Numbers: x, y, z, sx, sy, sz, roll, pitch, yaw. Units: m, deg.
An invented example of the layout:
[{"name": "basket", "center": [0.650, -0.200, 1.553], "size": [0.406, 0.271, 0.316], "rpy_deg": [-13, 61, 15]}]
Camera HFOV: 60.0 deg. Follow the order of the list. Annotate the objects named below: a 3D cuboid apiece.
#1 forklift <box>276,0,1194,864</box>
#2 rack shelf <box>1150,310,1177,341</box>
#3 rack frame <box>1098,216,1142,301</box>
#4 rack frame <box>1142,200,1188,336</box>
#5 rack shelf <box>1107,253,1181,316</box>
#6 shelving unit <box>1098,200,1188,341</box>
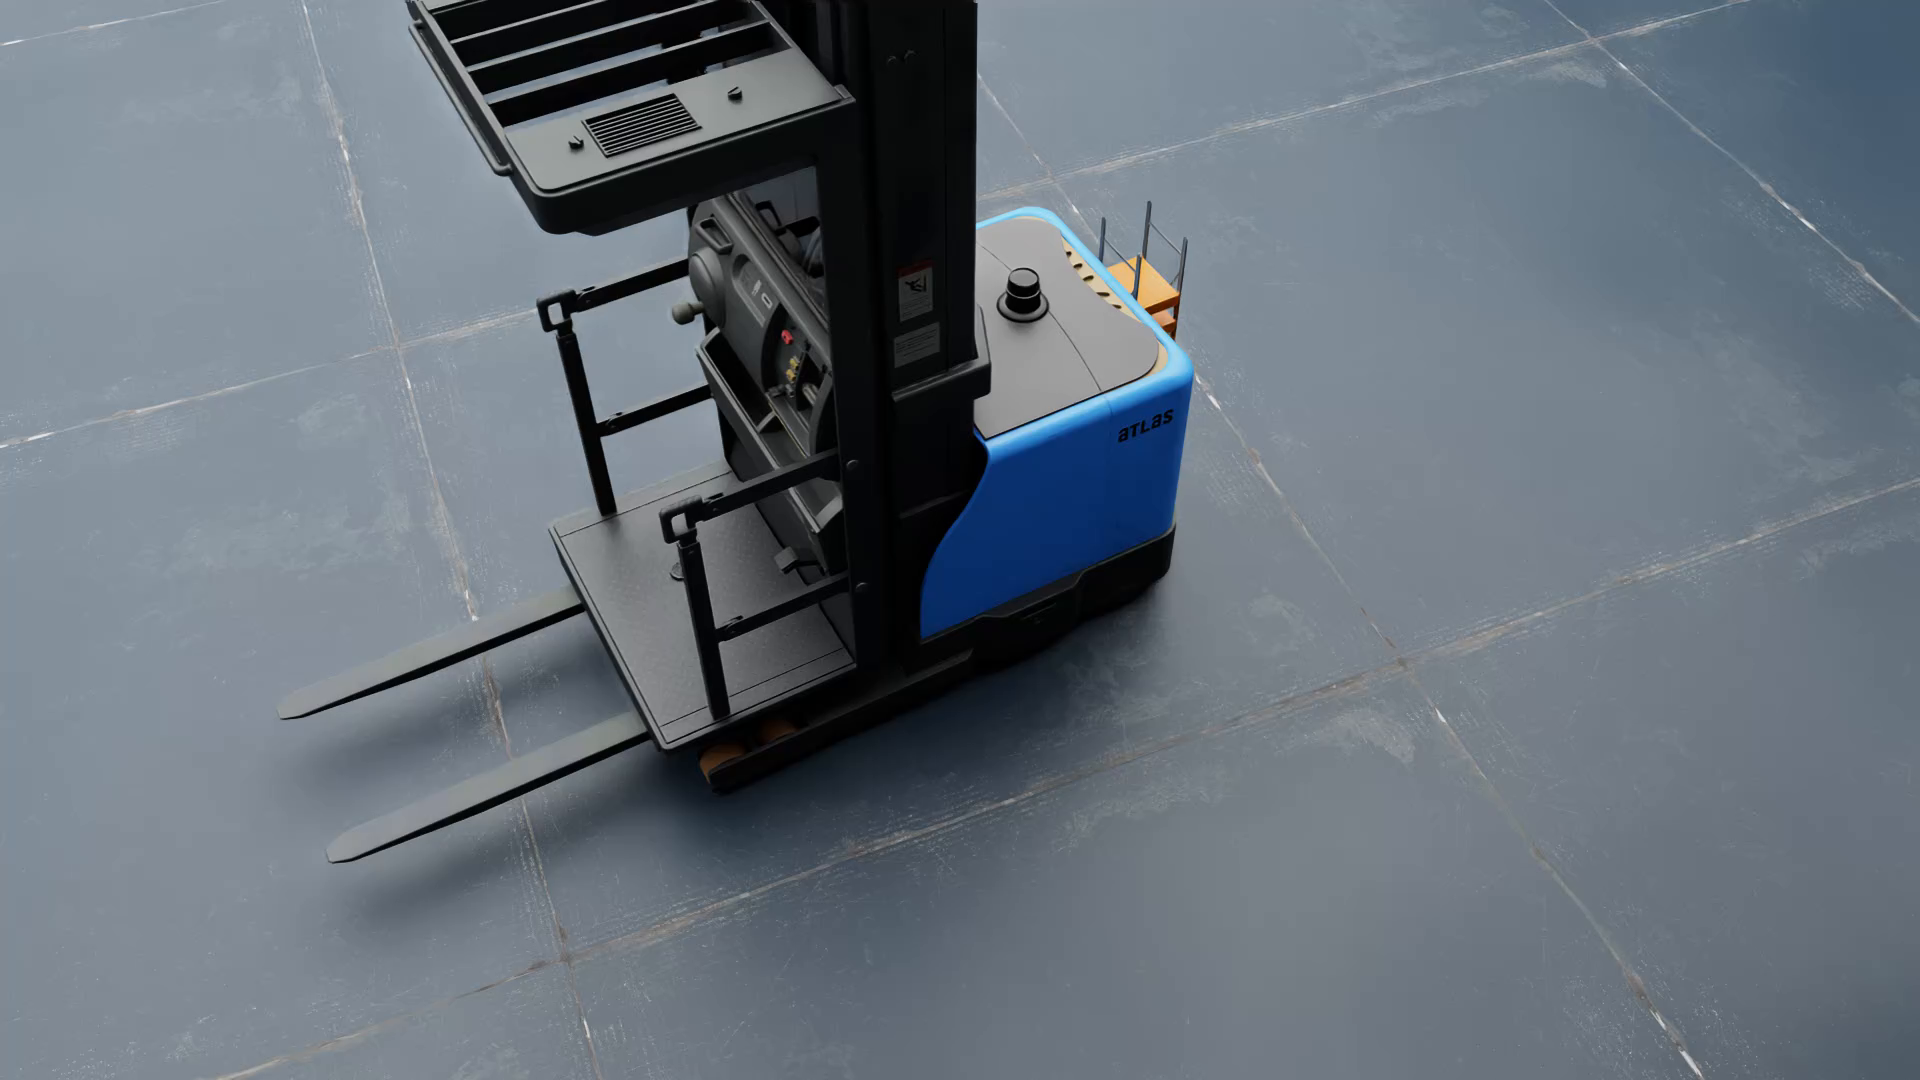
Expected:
[{"name": "forklift", "center": [-0.771, -0.594, 4.828], "size": [3.031, 2.935, 1.130], "rpy_deg": [-23, 53, -18]}, {"name": "rack shelf", "center": [0.619, -0.782, 5.873], "size": [0.180, 0.103, 0.258], "rpy_deg": [-23, 53, -18]}, {"name": "rack frame", "center": [0.539, -0.621, 5.992], "size": [0.006, 1.200, 0.240], "rpy_deg": [-23, 53, -18]}, {"name": "rack frame", "center": [0.699, -0.688, 6.050], "size": [0.006, 1.200, 0.240], "rpy_deg": [-23, 53, -18]}, {"name": "rack shelf", "center": [0.619, -0.860, 5.782], "size": [0.180, 0.103, 0.258], "rpy_deg": [-23, 53, -18]}, {"name": "shelving unit", "center": [0.619, -0.654, 6.021], "size": [0.189, 1.200, 0.258], "rpy_deg": [-23, 53, -18]}]
